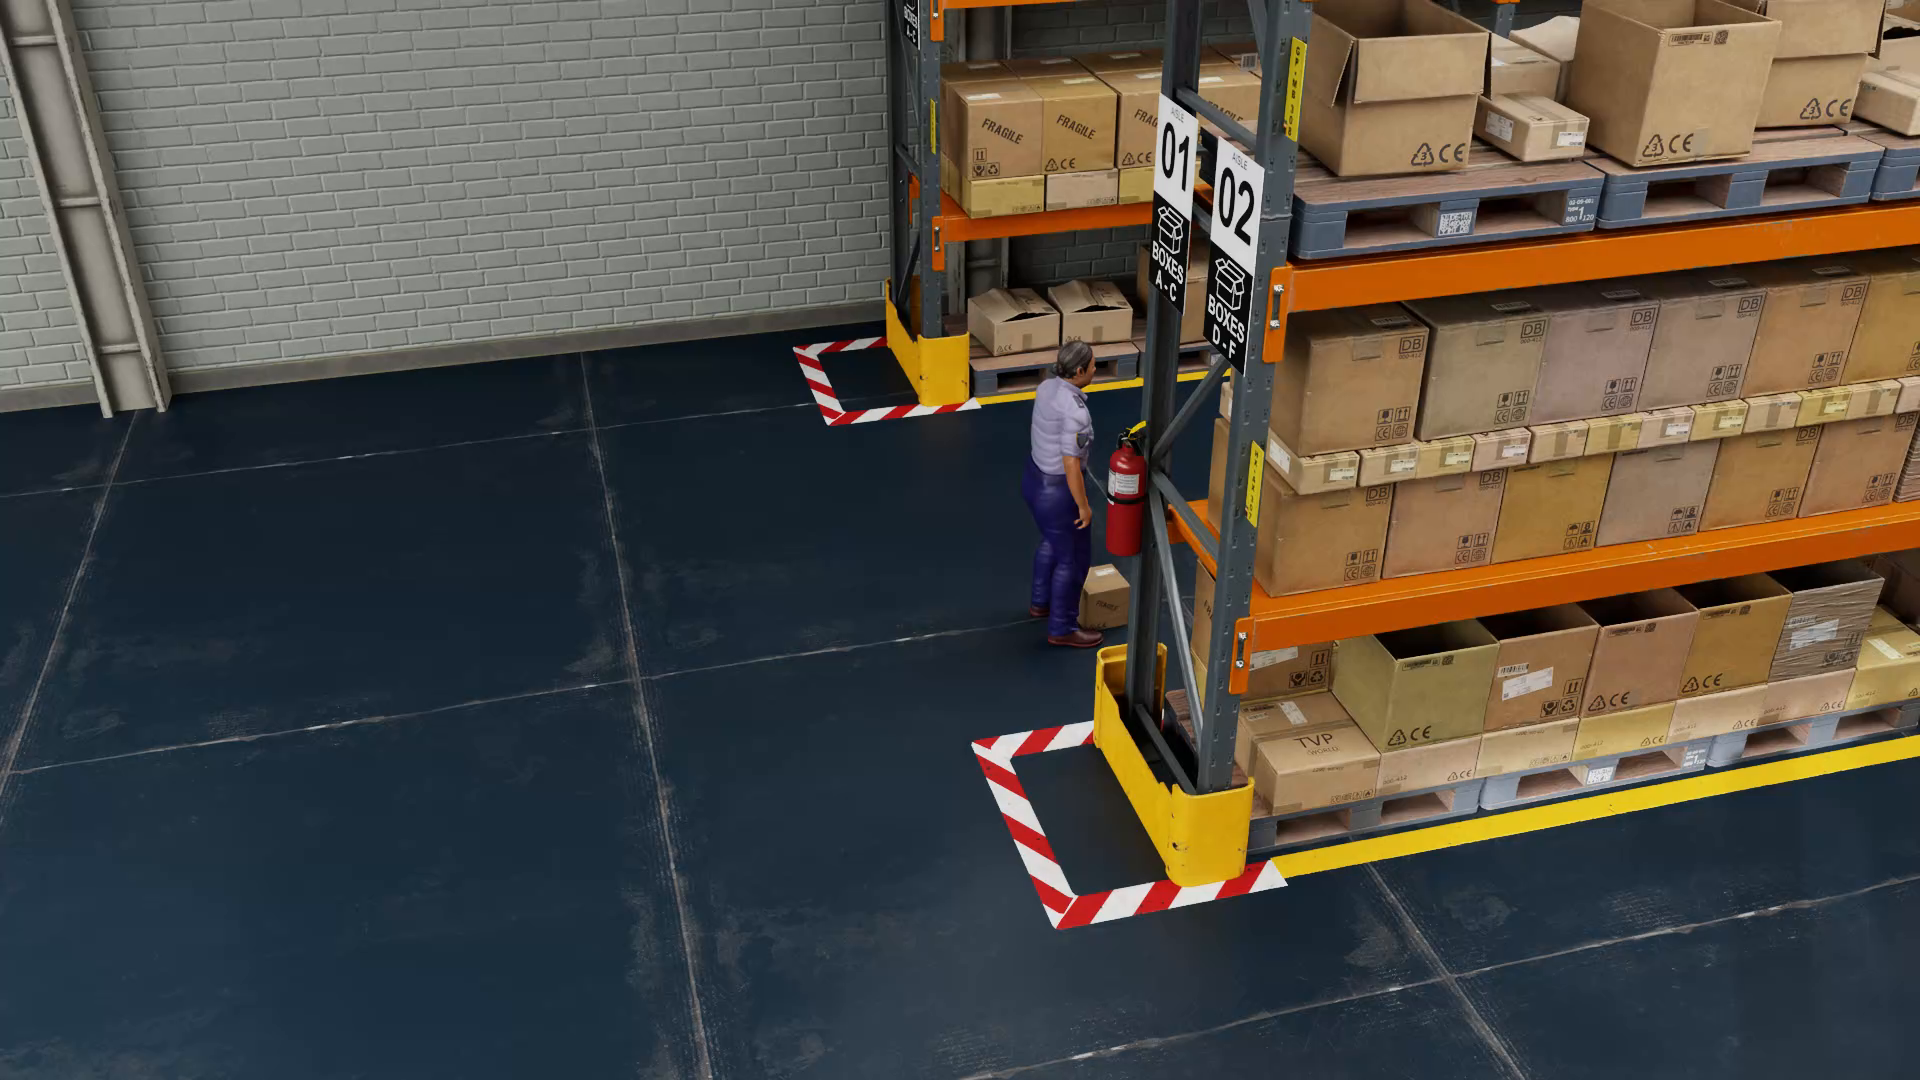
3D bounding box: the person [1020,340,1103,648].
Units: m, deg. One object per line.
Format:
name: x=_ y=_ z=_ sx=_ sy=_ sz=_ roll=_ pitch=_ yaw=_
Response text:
person: x=0.540 y=-0.255 z=8.674 sx=0.359 sy=1.651 sz=0.564 roll=-10 pitch=32 yaw=-16
